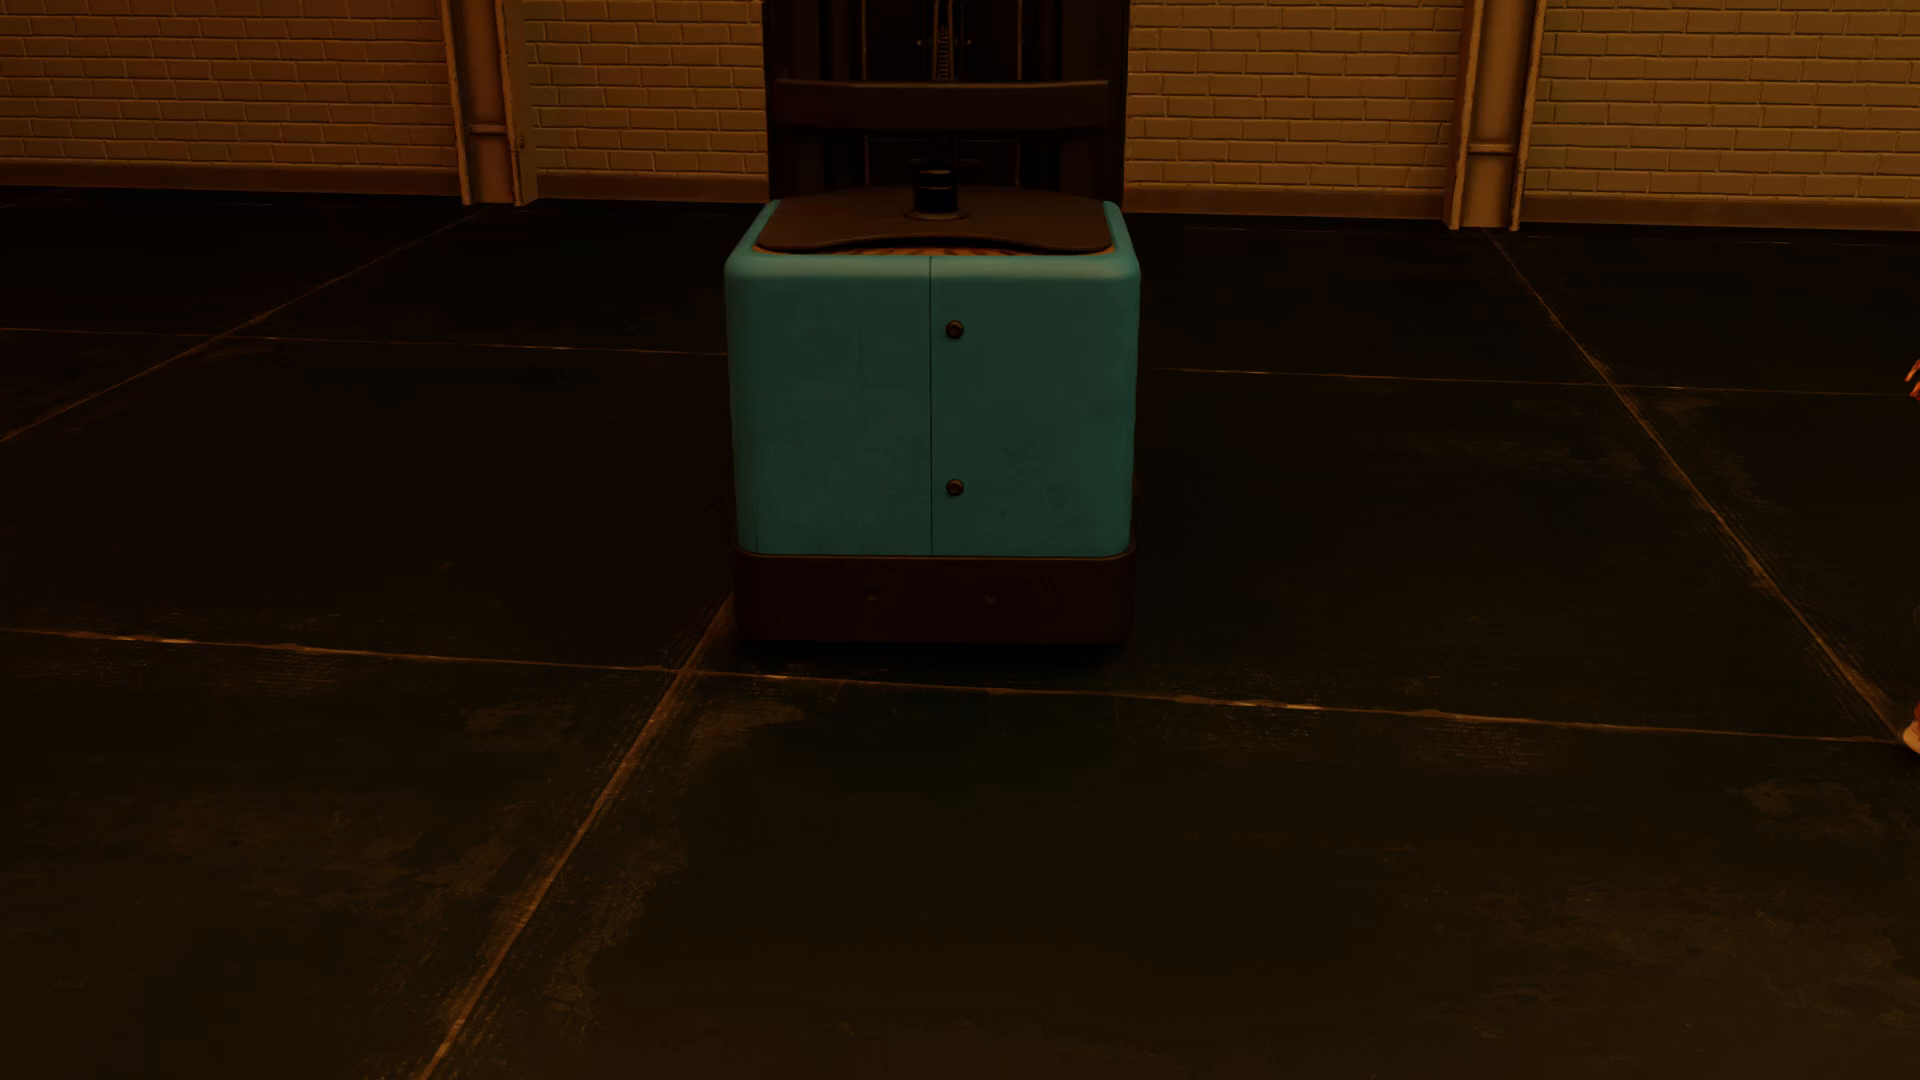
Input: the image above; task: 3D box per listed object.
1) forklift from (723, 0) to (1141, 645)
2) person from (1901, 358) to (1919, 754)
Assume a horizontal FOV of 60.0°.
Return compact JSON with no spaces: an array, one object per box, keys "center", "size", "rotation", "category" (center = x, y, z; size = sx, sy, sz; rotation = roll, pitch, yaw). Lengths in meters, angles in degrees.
[{"center":[-0.037,-1.590,5.202],"size":[1.130,2.935,3.031],"rotation":[0,22,1],"category":"forklift"},{"center":[2.400,-0.200,3.573],"size":[0.697,1.646,0.590],"rotation":[13,25,29],"category":"person"}]
